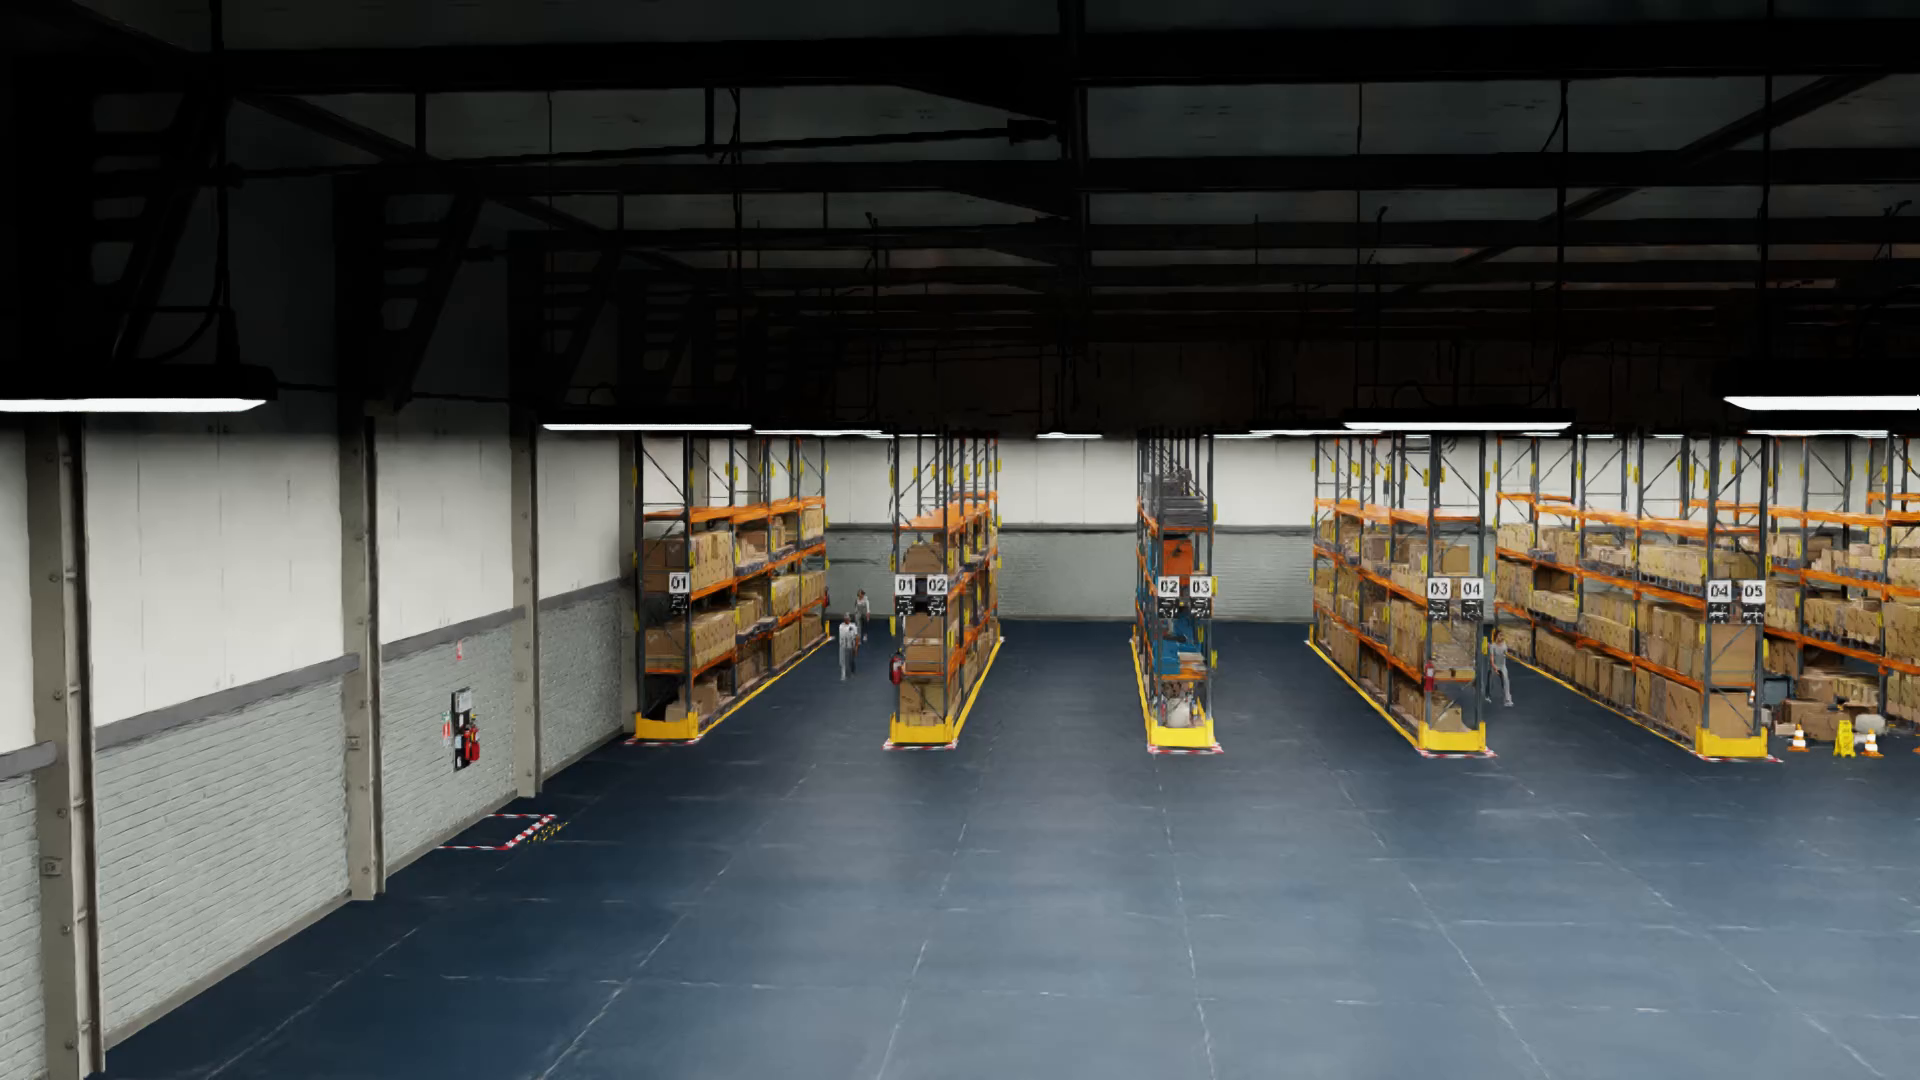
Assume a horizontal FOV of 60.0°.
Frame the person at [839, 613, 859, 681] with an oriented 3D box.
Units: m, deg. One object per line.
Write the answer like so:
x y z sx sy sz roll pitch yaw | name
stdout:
-2.655 2.530 39.700 0.493 1.605 1.000 0 3 4 | person

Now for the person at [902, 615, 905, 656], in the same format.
-1.321 2.255 43.618 0.544 1.667 0.572 2 4 34 | person

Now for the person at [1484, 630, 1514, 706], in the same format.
11.617 2.747 35.910 0.444 1.604 1.013 0 3 -4 | person

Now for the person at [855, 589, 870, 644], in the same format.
-2.739 2.133 46.800 0.432 1.539 0.947 0 3 4 | person
